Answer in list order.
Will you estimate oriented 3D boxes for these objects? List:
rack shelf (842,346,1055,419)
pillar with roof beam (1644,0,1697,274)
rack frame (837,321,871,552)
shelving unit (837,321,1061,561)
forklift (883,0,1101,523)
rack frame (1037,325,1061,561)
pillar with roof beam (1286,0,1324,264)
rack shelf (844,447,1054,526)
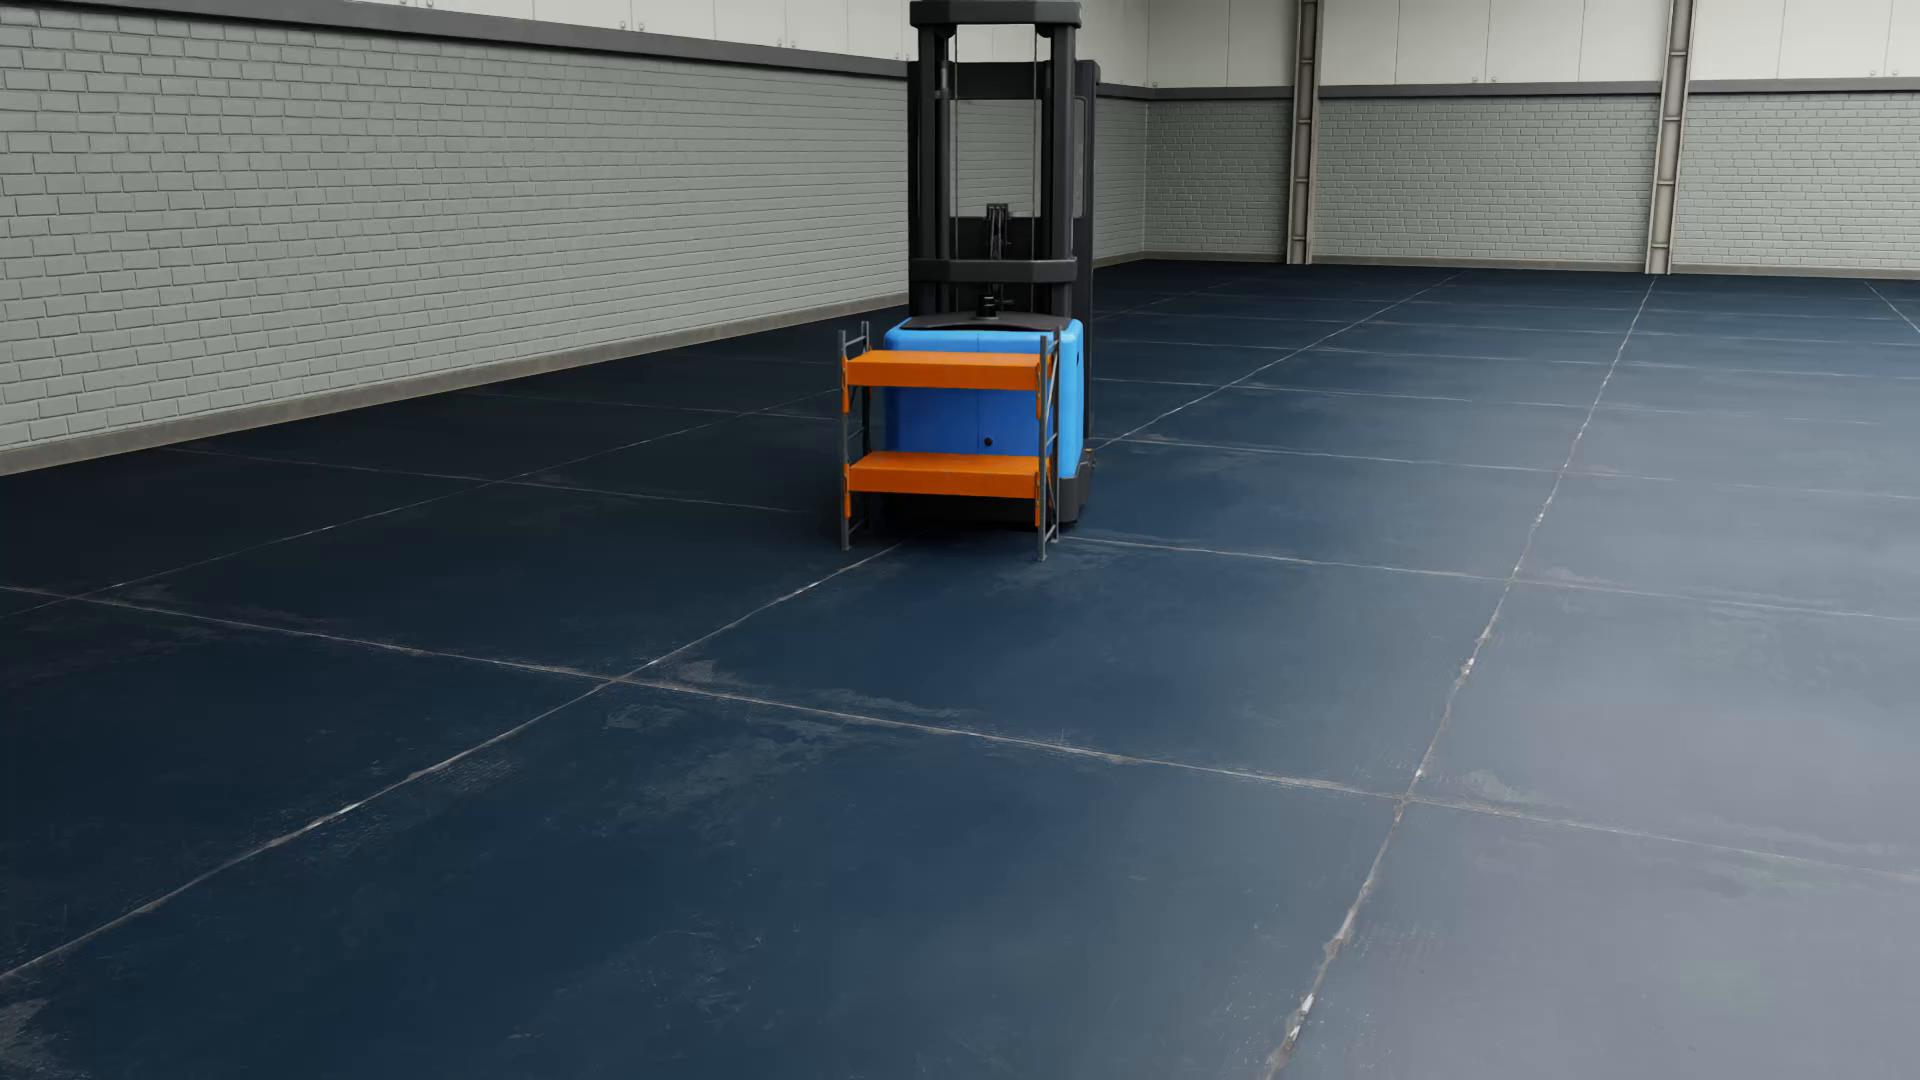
[{"bbox_3d":[-0.046,-0.805,8.444,1.000,0.278,0.538,3,13,11],"label":"rack shelf"},{"bbox_3d":[9.868,-7.922,22.816,0.400,9.000,9.100,6,14,23],"label":"pillar with roof beam"},{"bbox_3d":[-0.544,-0.544,8.610,0.032,1.125,0.500,3,13,11],"label":"rack frame"},{"bbox_3d":[-0.046,-0.520,8.511,1.048,1.125,0.538,3,13,11],"label":"shelving unit"},{"bbox_3d":[0.268,-1.802,10.019,1.130,2.935,3.031,2,13,6],"label":"forklift"},{"bbox_3d":[0.452,-0.497,8.411,0.032,1.125,0.500,3,13,11],"label":"rack frame"},{"bbox_3d":[4.382,-8.477,25.182,0.400,9.000,9.100,6,14,23],"label":"pillar with roof beam"},{"bbox_3d":[-0.046,-0.282,8.567,1.000,0.278,0.538,3,13,11],"label":"rack shelf"}]
